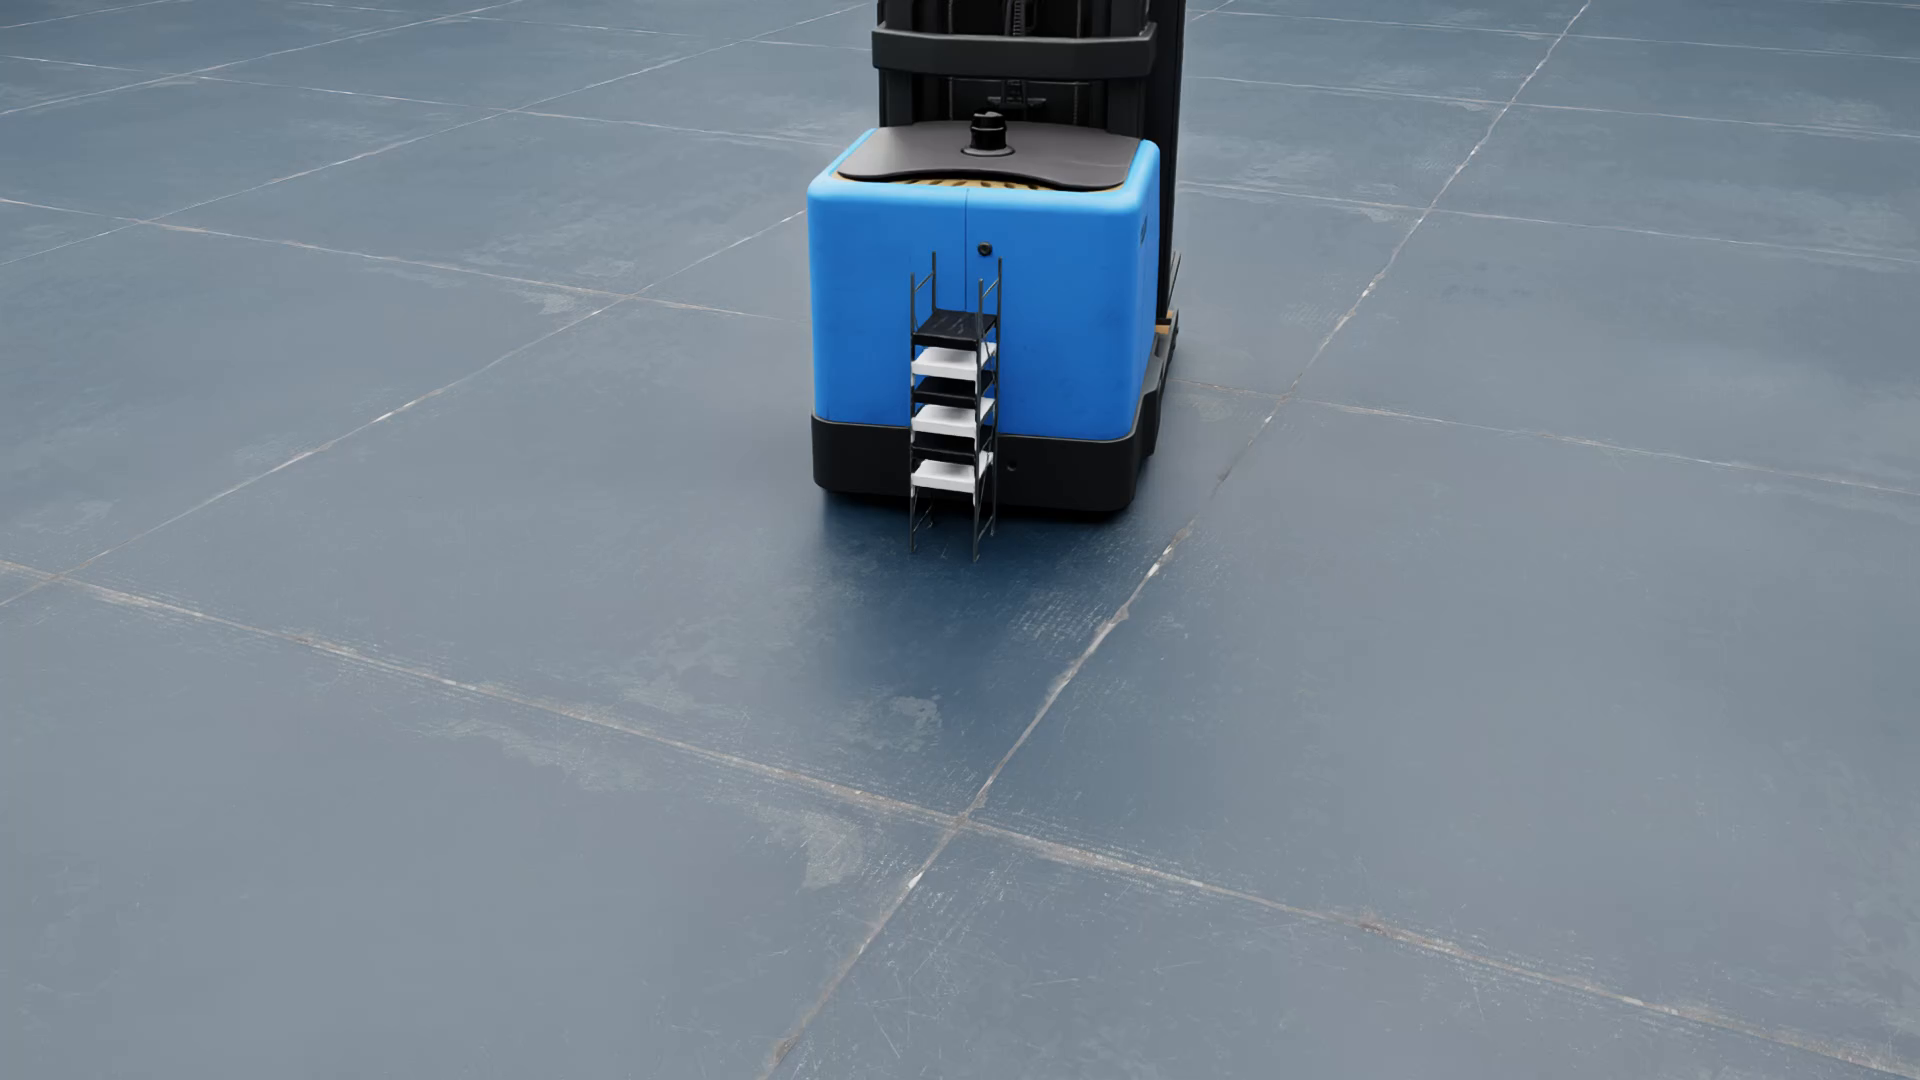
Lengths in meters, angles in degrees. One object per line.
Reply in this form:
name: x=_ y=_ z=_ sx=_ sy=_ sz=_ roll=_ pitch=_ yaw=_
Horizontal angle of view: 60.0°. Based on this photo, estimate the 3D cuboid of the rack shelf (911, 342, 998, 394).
rack shelf: x=-0.013 y=-0.527 z=4.965 sx=0.200 sy=0.077 sz=0.258 roll=8 pitch=27 yaw=14

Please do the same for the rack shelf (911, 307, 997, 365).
rack shelf: x=-0.012 y=-0.607 z=4.925 sx=0.200 sy=0.077 sz=0.258 roll=8 pitch=27 yaw=14

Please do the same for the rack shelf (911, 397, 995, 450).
rack shelf: x=-0.016 y=-0.366 z=5.045 sx=0.200 sy=0.077 sz=0.258 roll=8 pitch=27 yaw=14

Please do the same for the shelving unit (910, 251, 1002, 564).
shelving unit: x=-0.015 y=-0.395 z=5.030 sx=0.210 sy=0.900 sz=0.258 roll=8 pitch=27 yaw=14

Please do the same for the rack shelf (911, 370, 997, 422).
rack shelf: x=-0.015 y=-0.446 z=5.005 sx=0.200 sy=0.077 sz=0.258 roll=8 pitch=27 yaw=14

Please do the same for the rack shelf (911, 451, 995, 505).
rack shelf: x=-0.018 y=-0.204 z=5.126 sx=0.200 sy=0.077 sz=0.258 roll=8 pitch=27 yaw=14

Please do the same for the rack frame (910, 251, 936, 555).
rack frame: x=-0.113 y=-0.409 z=5.055 sx=0.006 sy=0.900 sz=0.240 roll=8 pitch=27 yaw=14

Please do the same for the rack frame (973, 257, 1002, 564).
rack frame: x=0.082 y=-0.382 z=5.006 sx=0.006 sy=0.900 sz=0.240 roll=8 pitch=27 yaw=14

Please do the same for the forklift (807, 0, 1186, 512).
forklift: x=0.293 y=-2.031 z=6.057 sx=1.130 sy=2.935 sz=3.031 roll=5 pitch=27 yaw=9

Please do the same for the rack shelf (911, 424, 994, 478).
rack shelf: x=-0.017 y=-0.285 z=5.086 sx=0.200 sy=0.077 sz=0.258 roll=8 pitch=27 yaw=14
